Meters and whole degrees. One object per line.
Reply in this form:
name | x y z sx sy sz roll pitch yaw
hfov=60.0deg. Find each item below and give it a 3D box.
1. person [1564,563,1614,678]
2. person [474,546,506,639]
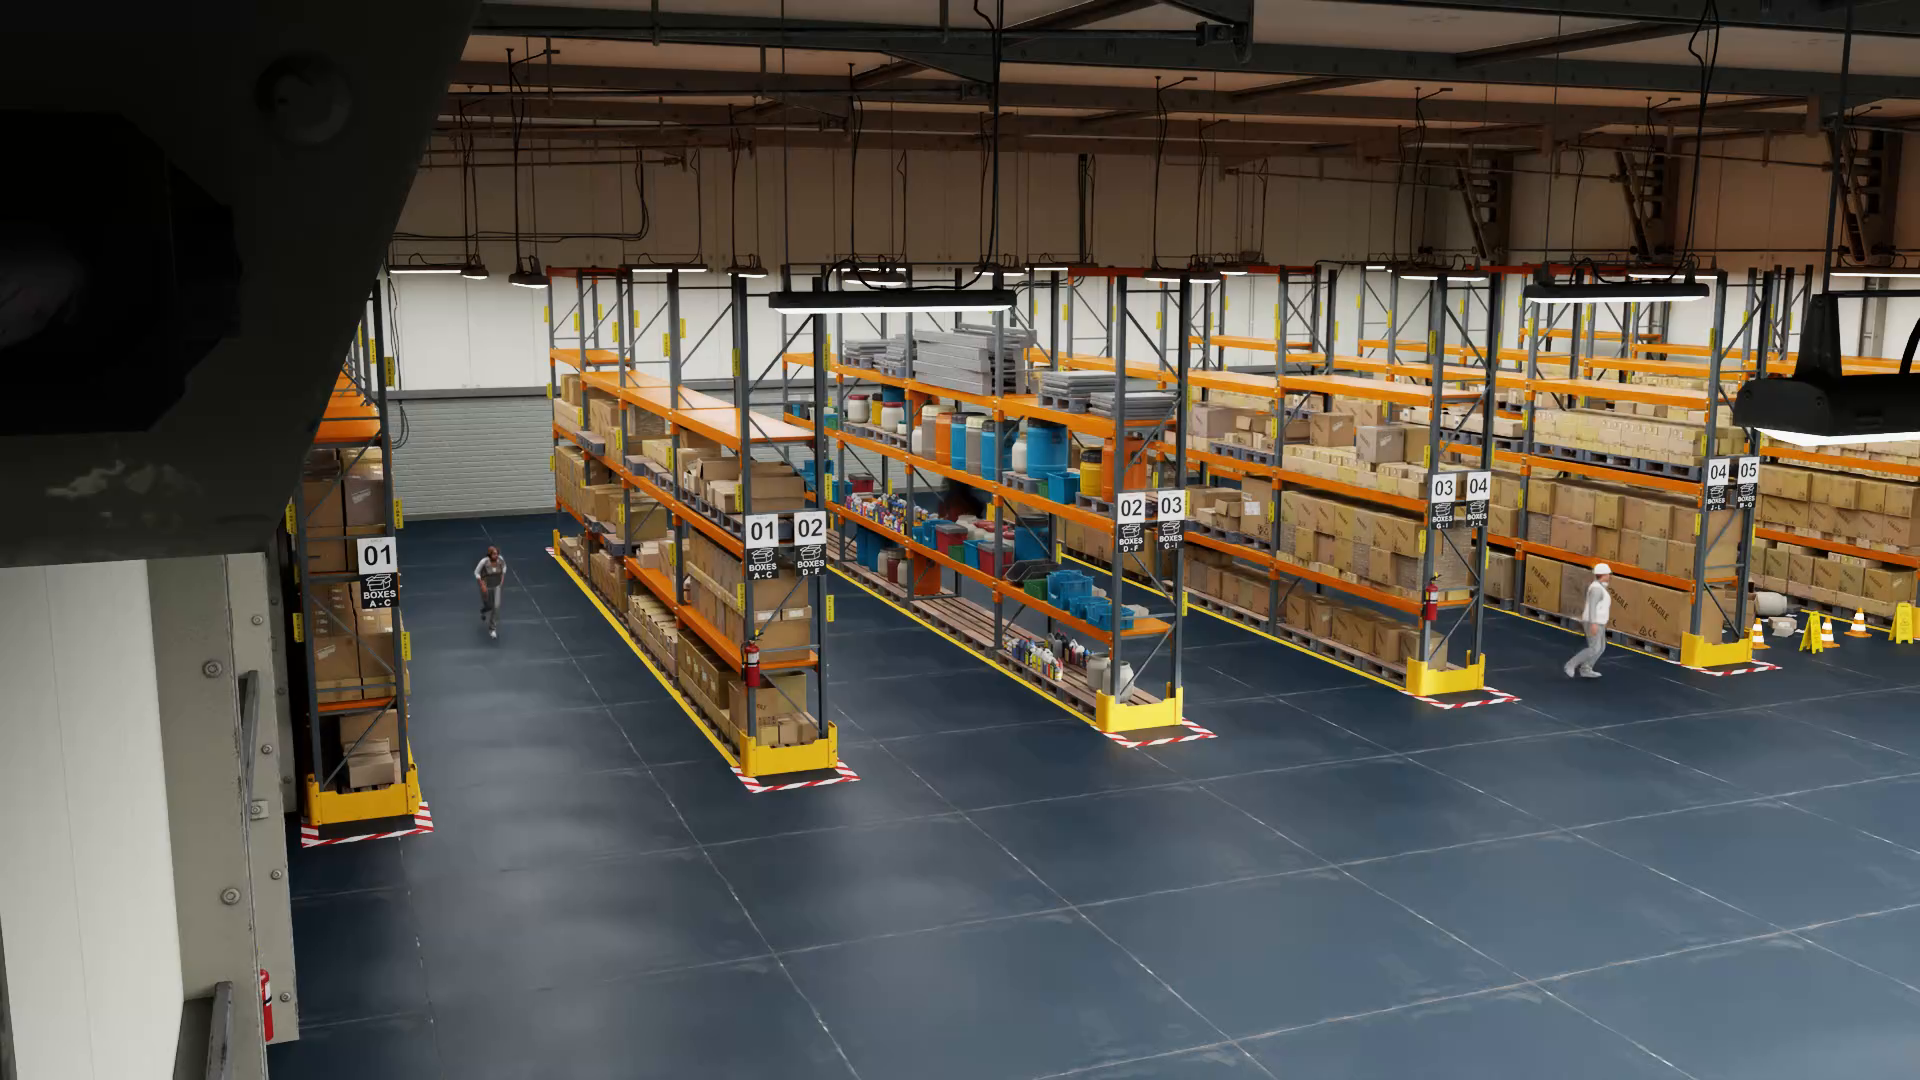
person | 9.365 1.201 24.735 0.565 1.738 0.774 5 11 28
person | -7.838 0.874 27.679 0.550 1.438 0.869 -7 12 -35
